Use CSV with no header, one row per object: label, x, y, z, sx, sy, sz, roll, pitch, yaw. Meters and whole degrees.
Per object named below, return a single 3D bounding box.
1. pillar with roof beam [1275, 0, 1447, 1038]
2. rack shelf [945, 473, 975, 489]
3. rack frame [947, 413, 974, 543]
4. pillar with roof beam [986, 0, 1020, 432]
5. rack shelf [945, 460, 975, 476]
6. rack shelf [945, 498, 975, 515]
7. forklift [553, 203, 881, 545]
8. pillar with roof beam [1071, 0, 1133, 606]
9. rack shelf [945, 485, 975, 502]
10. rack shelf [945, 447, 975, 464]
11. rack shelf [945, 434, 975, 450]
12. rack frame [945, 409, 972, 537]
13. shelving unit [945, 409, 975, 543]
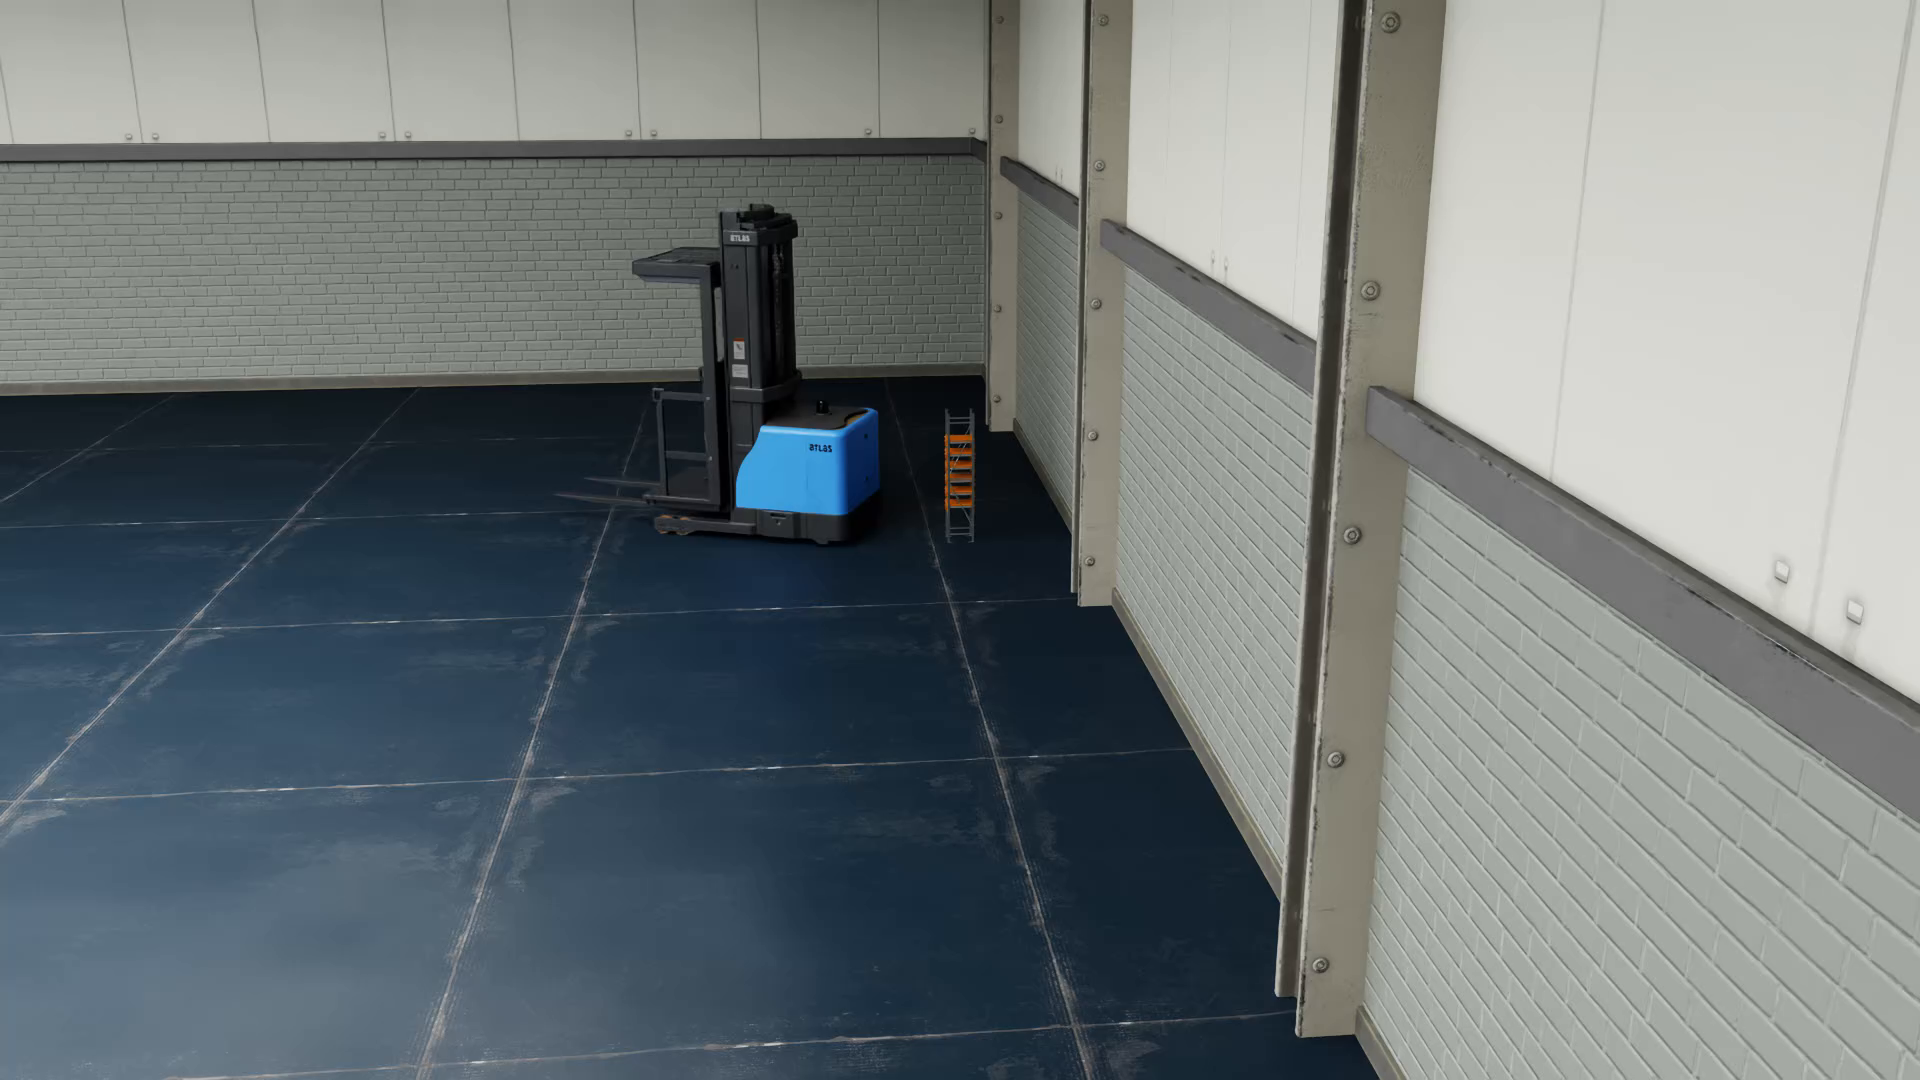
pillar with roof beam,-2.569,-1.899,6.202,9.100,9.000,0.400,-2,18,-6
rack shelf,-0.002,-0.534,15.024,0.258,0.103,0.180,-2,18,-6
rack frame,0.008,-0.550,14.924,0.240,1.200,0.006,-2,18,-6
pillar with roof beam,-3.806,-5.474,17.590,9.100,9.000,0.400,-2,18,-6
rack shelf,-0.002,-0.649,14.988,0.258,0.103,0.180,-2,18,-6
rack shelf,-0.001,-0.305,15.096,0.258,0.103,0.180,-2,18,-6
forklift,-2.322,-1.587,15.338,3.031,2.935,1.130,5,18,15
pillar with roof beam,-3.187,-3.687,11.896,9.100,9.000,0.400,-2,18,-6
rack shelf,-0.002,-0.420,15.060,0.258,0.103,0.180,-2,18,-6
rack shelf,-0.002,-0.763,14.953,0.258,0.103,0.180,-2,18,-6
rack shelf,-0.002,-0.878,14.917,0.258,0.103,0.180,-2,18,-6
rack frame,-0.011,-0.604,15.098,0.240,1.200,0.006,-2,18,-6
shelving unit,-0.002,-0.577,15.011,0.258,1.200,0.189,-2,18,-6
